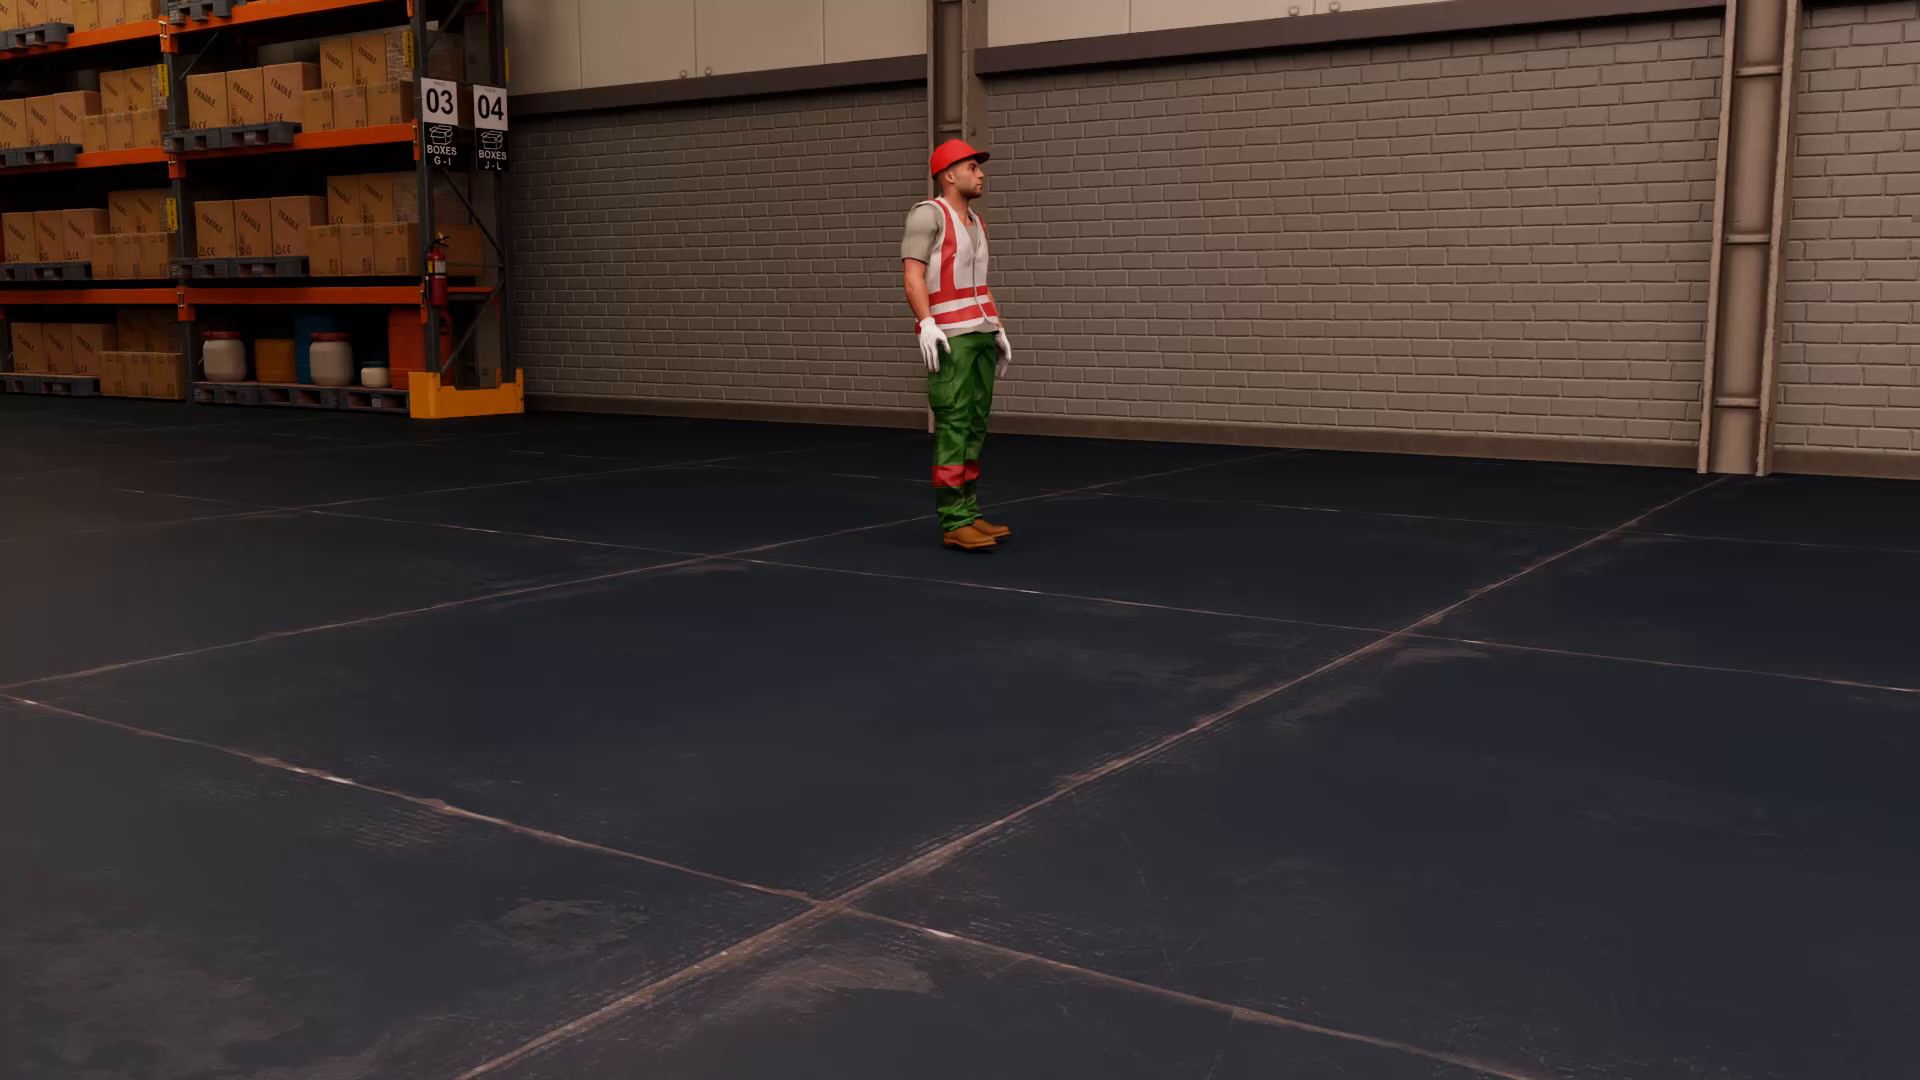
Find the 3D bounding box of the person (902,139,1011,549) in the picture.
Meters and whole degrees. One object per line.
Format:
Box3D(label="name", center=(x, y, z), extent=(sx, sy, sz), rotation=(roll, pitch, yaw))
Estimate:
Box3D(label="person", center=(0.059, -0.885, 7.422), extent=(0.564, 1.787, 0.637), rotation=(5, 10, 34))
